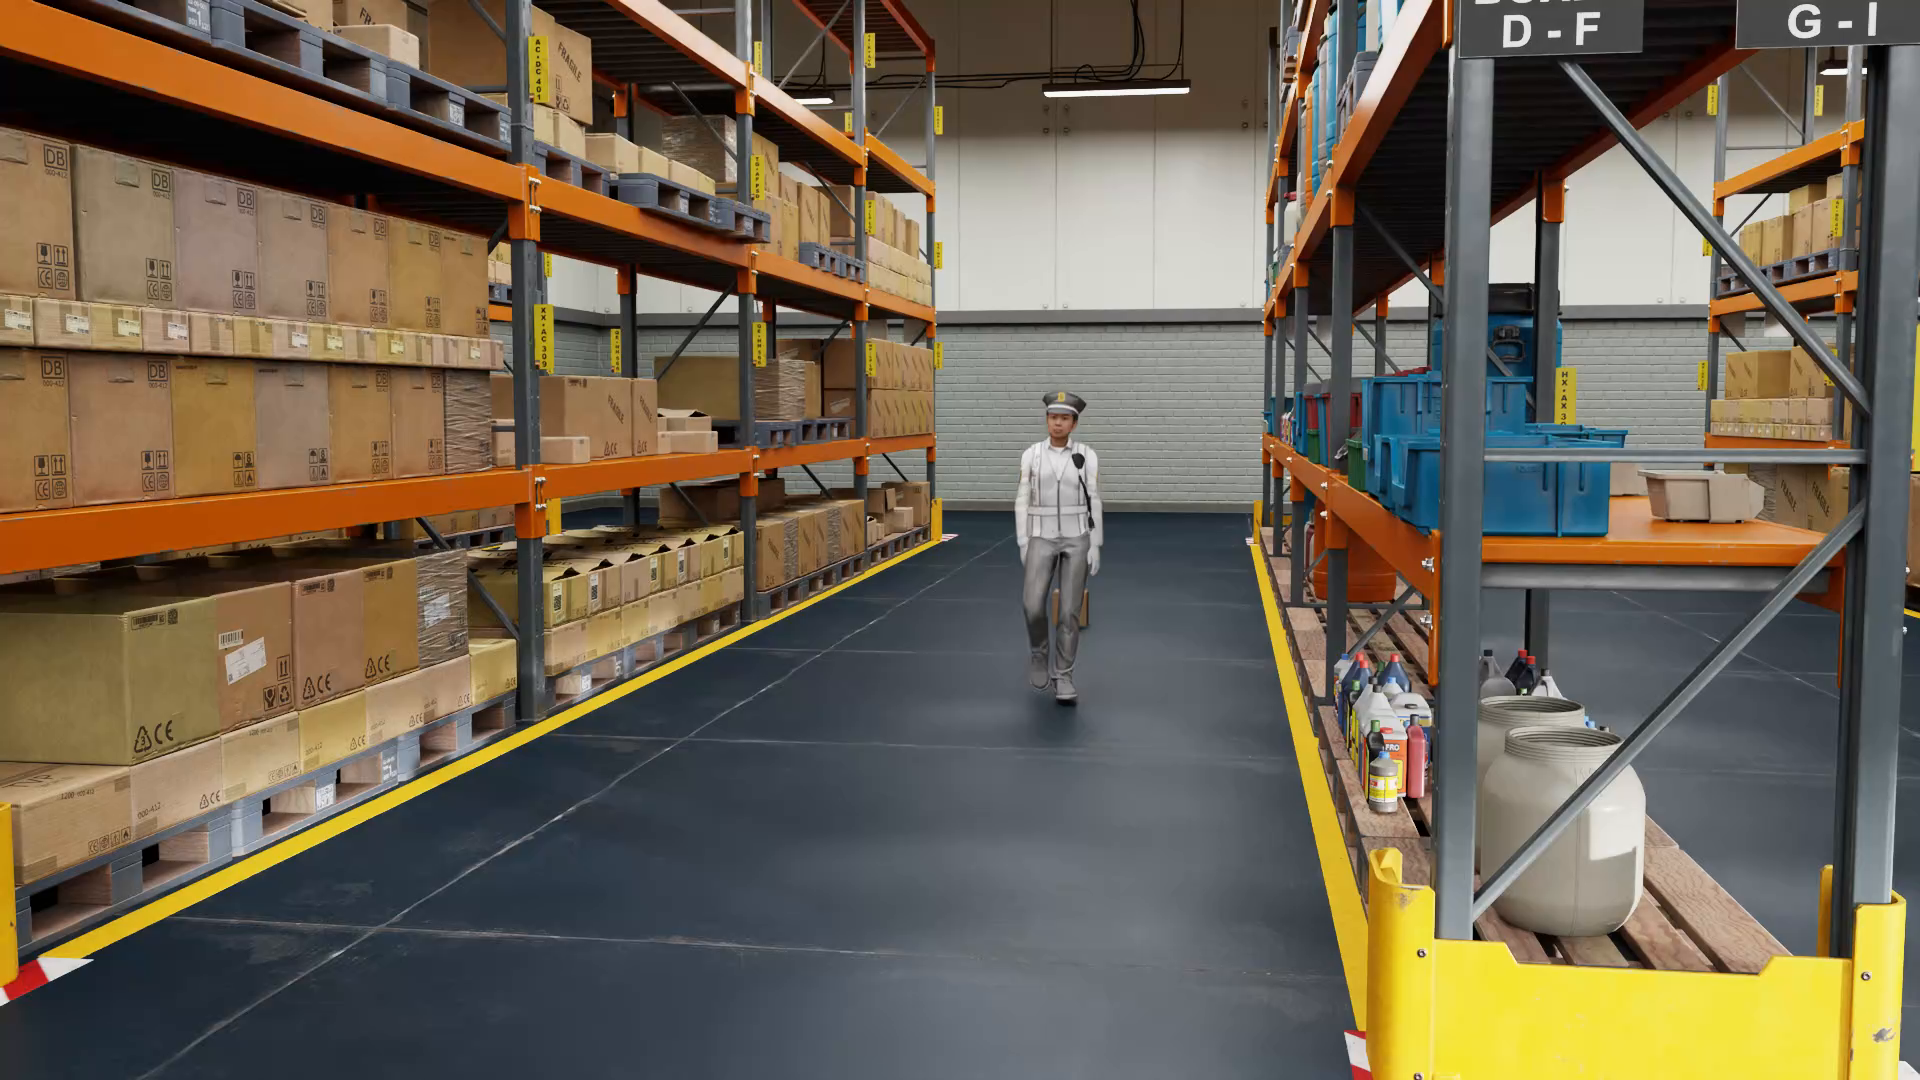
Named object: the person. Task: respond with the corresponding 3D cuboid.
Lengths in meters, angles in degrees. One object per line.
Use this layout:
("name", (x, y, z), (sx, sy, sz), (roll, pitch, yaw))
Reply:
("person", (0.543, 0.022, 9.149), (0.486, 1.682, 0.448), (0, 5, 2))
